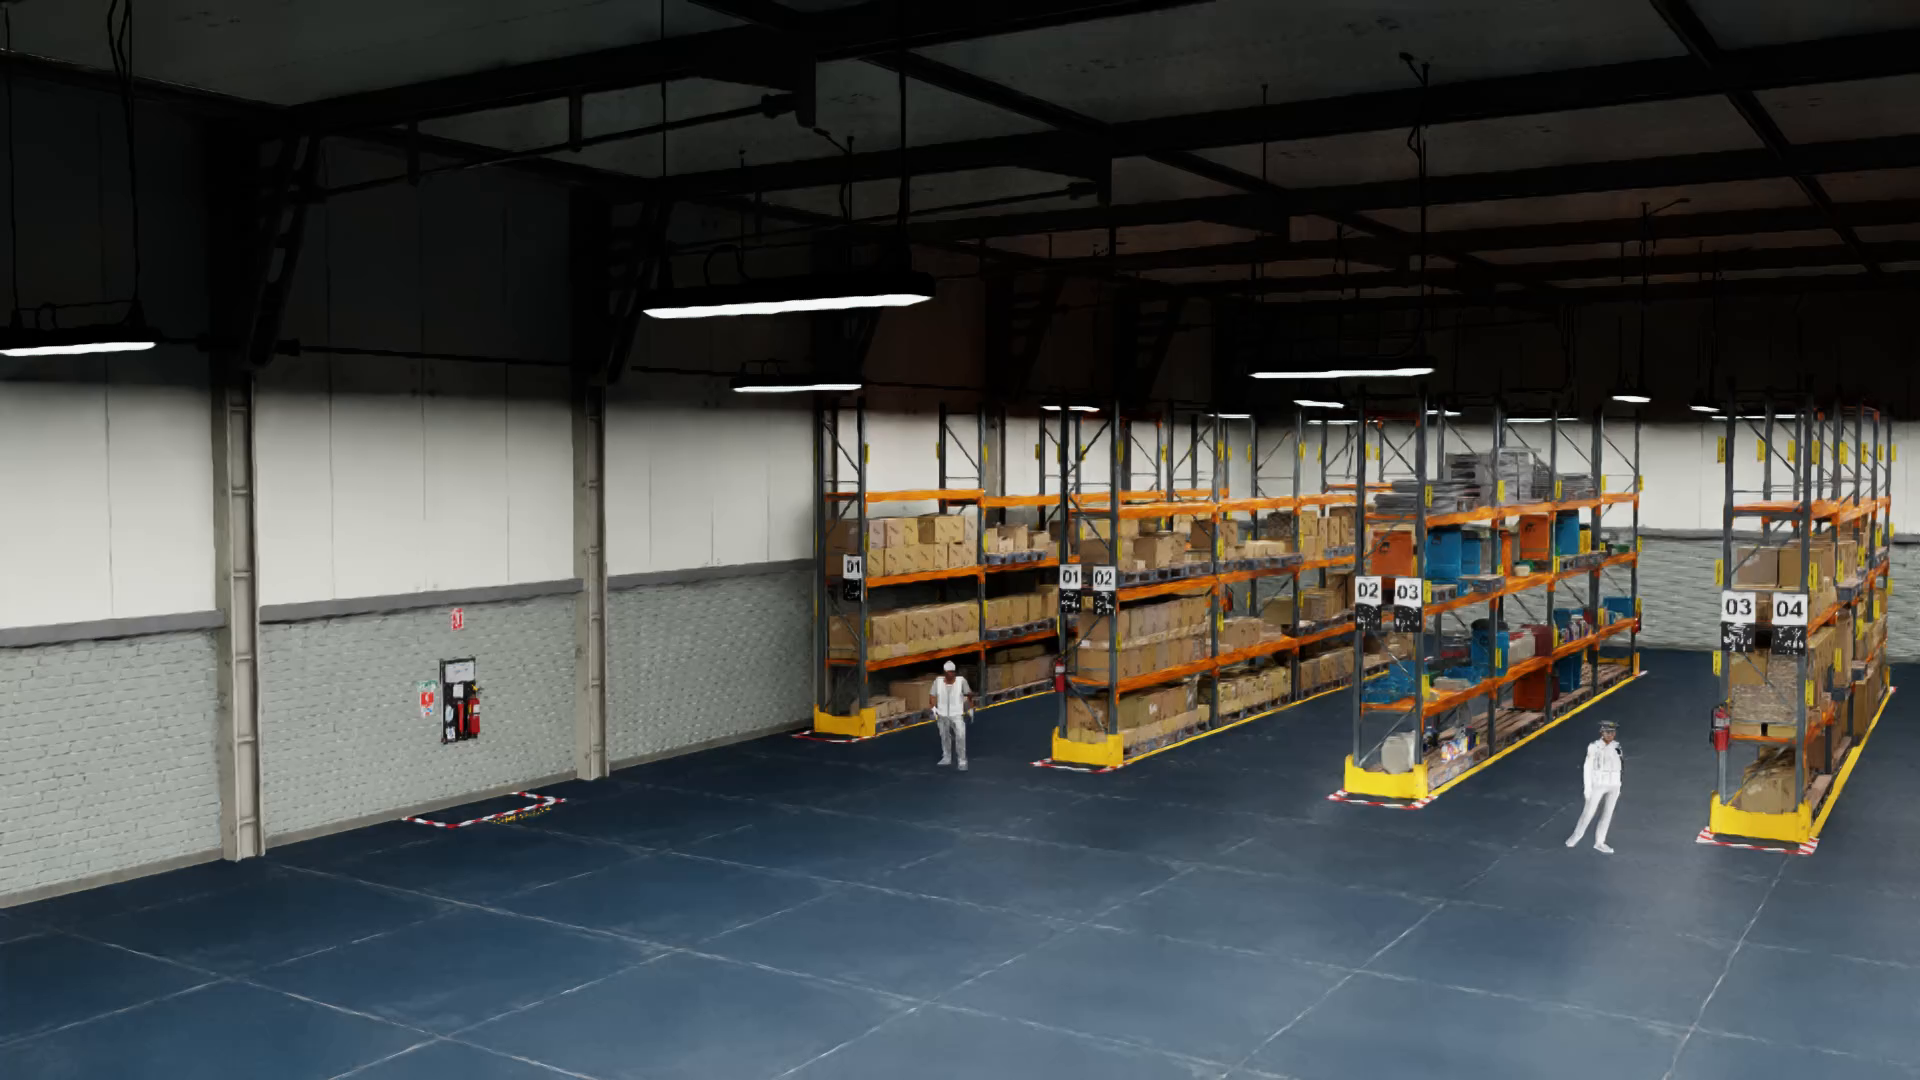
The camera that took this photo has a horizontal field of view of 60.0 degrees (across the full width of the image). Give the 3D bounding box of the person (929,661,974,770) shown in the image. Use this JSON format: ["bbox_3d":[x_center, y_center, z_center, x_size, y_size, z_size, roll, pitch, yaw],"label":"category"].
[{"bbox_3d":[-0.140,2.752,26.288,0.691,1.722,0.777,1,3,12],"label":"person"}]

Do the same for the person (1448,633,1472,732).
[{"bbox_3d":[8.617,2.441,28.622,0.555,1.662,0.659,3,4,41],"label":"person"}]

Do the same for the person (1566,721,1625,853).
[{"bbox_3d":[7.968,3.075,20.823,0.645,1.660,0.495,0,3,-8],"label":"person"}]
